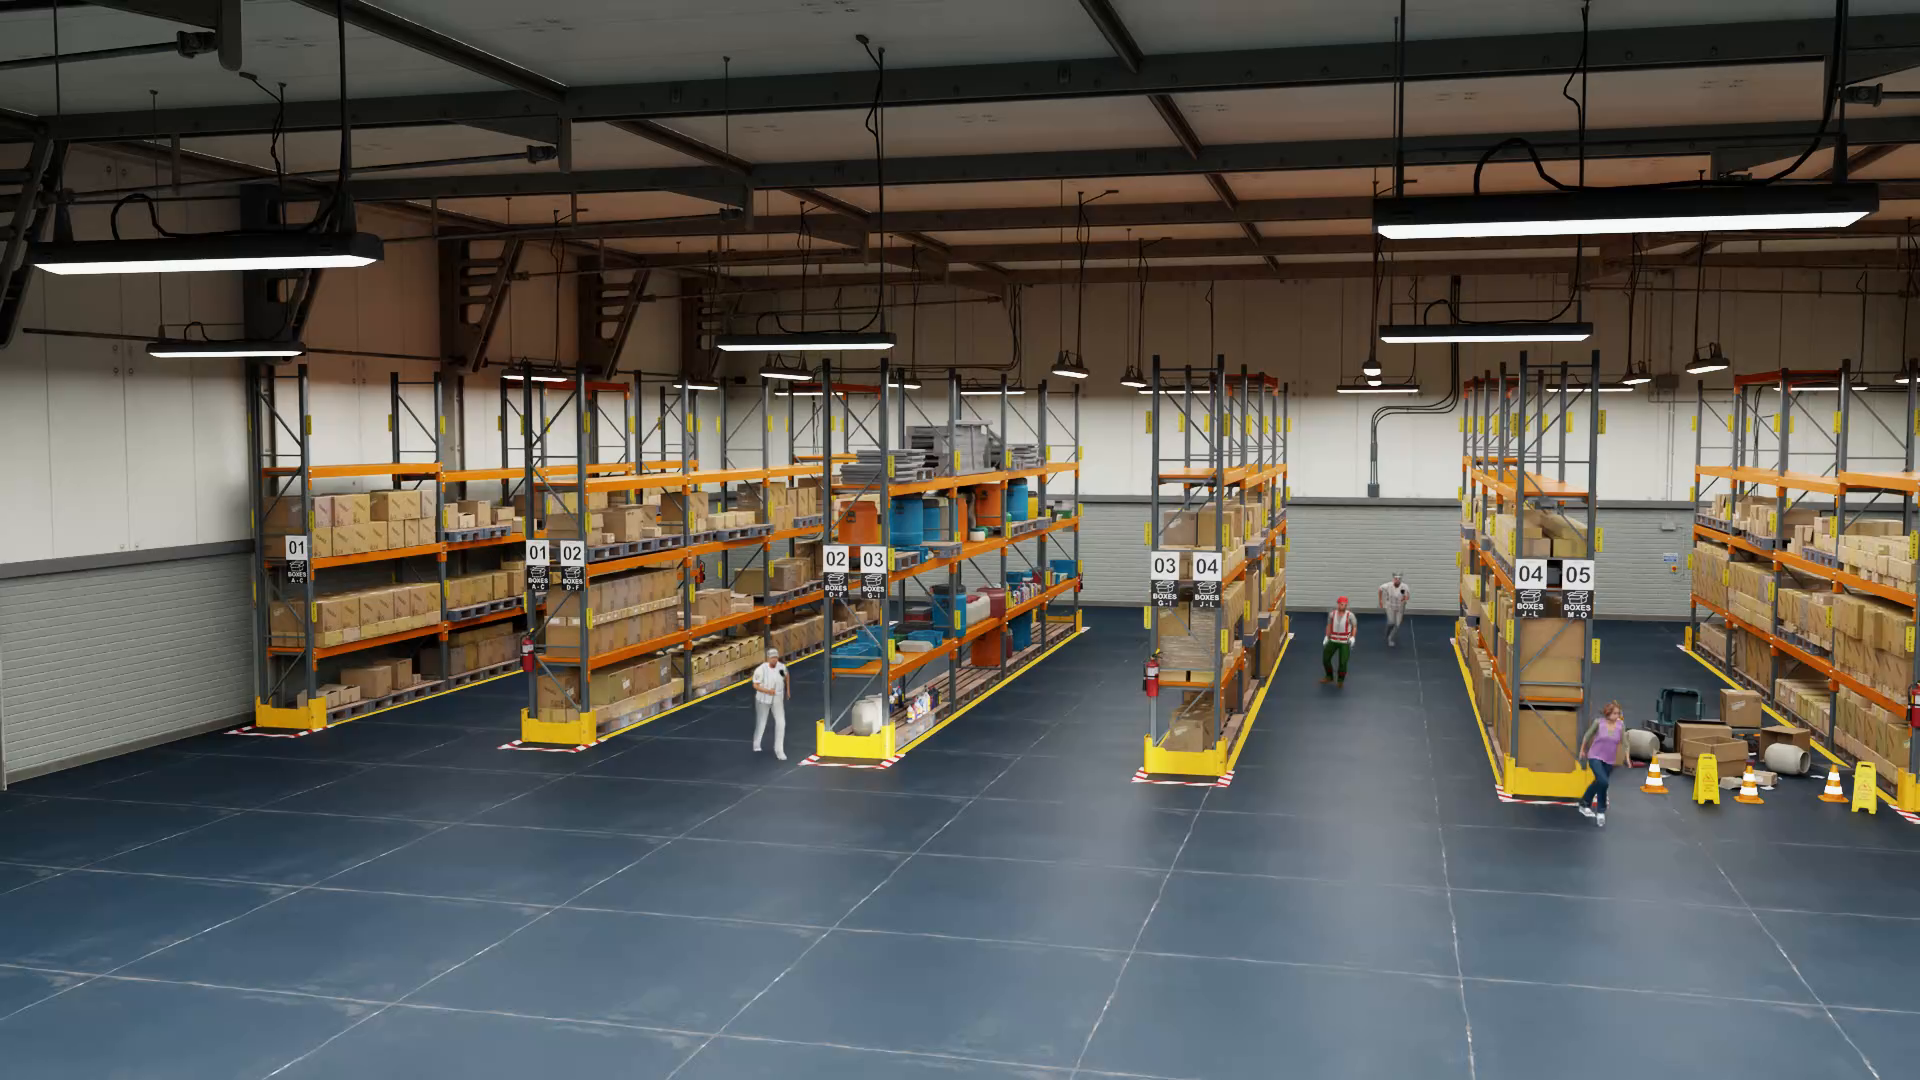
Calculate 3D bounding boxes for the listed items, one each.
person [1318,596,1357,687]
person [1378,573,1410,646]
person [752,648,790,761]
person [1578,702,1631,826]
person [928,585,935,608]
[{"bbox_3d":[7.183,1.937,31.671,0.774,1.750,0.570,2,4,28],"label":"person"},{"bbox_3d":[9.852,1.566,37.646,0.639,1.697,0.722,0,4,-2],"label":"person"},{"bbox_3d":[-2.852,2.459,25.086,0.620,1.697,0.822,-2,4,-21],"label":"person"},{"bbox_3d":[8.125,2.788,20.938,0.453,1.532,0.812,-1,4,-9],"label":"person"},{"bbox_3d":[-0.394,1.705,37.419,0.602,1.459,1.017,3,5,33],"label":"person"}]
